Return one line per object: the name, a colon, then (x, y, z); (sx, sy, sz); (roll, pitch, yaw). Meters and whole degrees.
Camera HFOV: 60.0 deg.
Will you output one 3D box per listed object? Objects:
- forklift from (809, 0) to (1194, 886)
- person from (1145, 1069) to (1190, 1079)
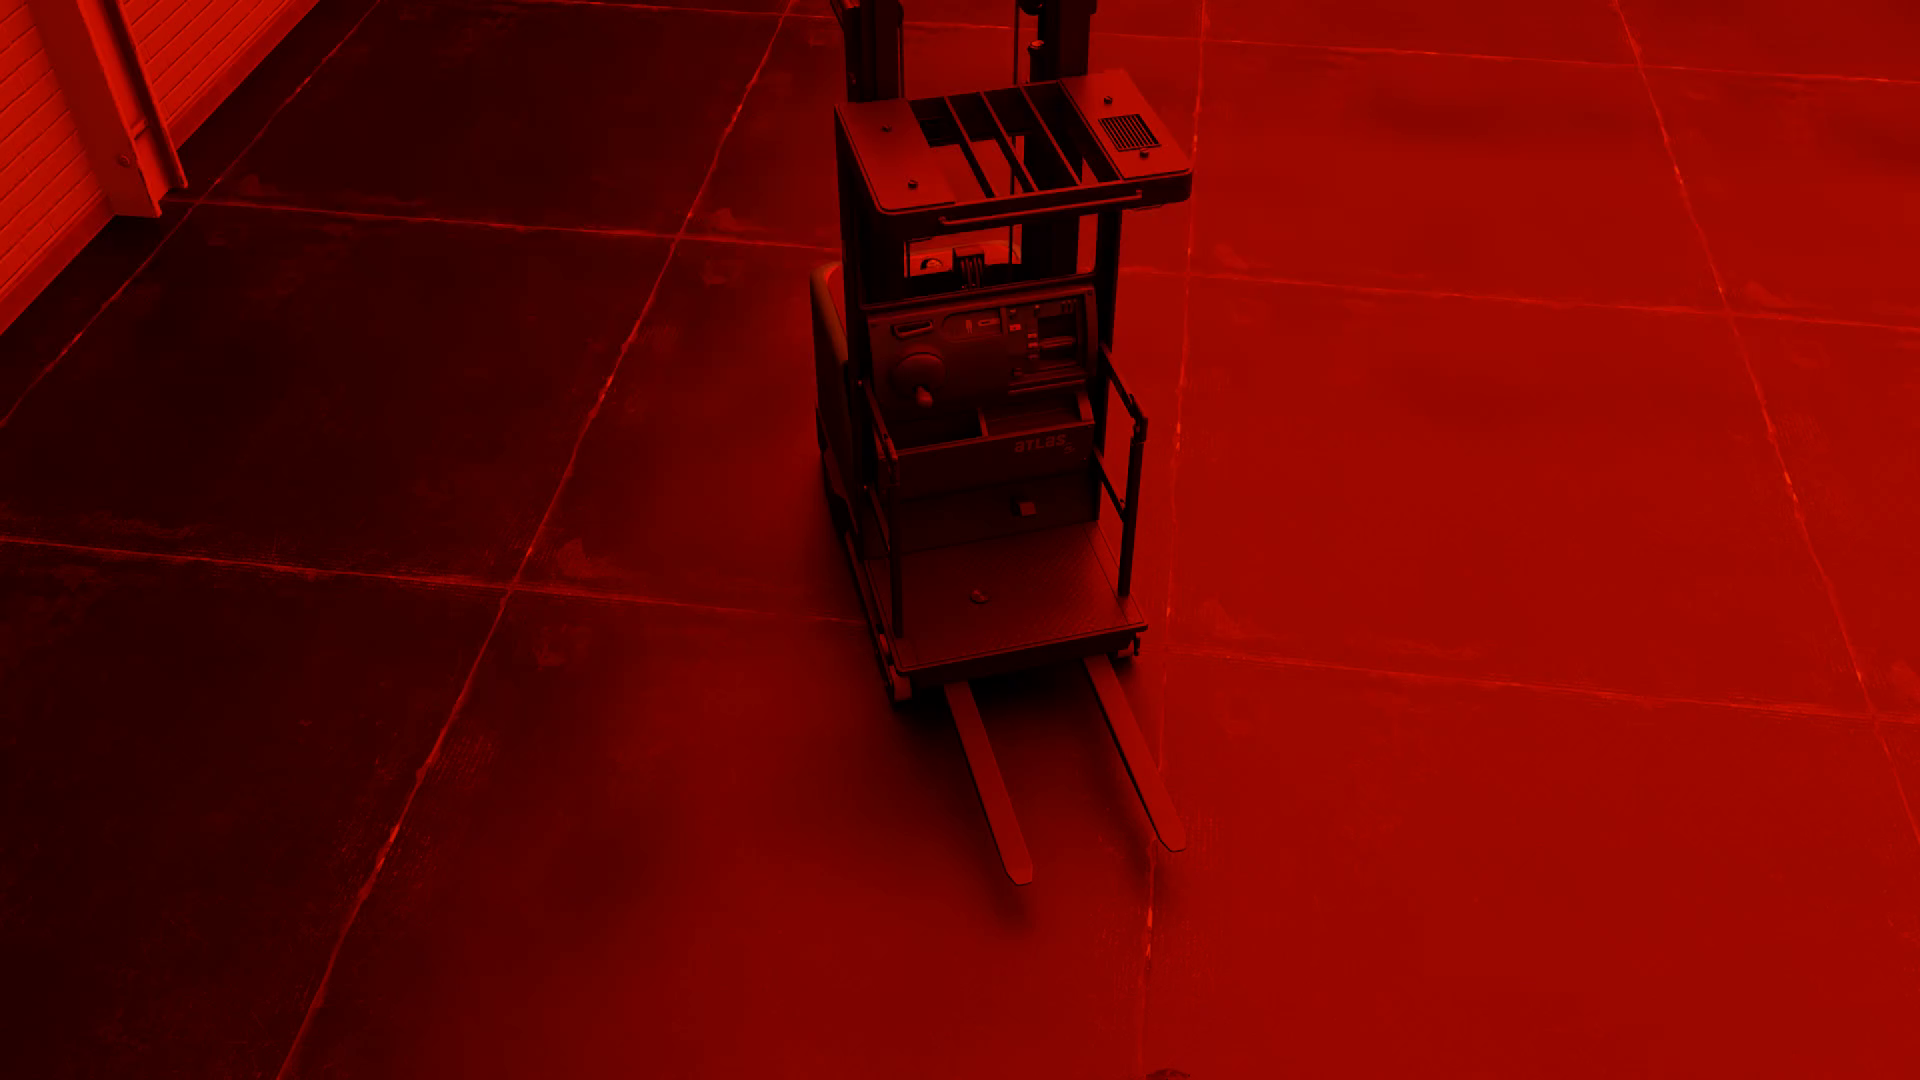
forklift: (0.153, -0.681, 6.465); (1.130, 2.935, 3.031); (-10, 44, -11)
person: (0.512, 1.999, 4.512); (0.657, 1.638, 0.431); (-2, 43, -2)
